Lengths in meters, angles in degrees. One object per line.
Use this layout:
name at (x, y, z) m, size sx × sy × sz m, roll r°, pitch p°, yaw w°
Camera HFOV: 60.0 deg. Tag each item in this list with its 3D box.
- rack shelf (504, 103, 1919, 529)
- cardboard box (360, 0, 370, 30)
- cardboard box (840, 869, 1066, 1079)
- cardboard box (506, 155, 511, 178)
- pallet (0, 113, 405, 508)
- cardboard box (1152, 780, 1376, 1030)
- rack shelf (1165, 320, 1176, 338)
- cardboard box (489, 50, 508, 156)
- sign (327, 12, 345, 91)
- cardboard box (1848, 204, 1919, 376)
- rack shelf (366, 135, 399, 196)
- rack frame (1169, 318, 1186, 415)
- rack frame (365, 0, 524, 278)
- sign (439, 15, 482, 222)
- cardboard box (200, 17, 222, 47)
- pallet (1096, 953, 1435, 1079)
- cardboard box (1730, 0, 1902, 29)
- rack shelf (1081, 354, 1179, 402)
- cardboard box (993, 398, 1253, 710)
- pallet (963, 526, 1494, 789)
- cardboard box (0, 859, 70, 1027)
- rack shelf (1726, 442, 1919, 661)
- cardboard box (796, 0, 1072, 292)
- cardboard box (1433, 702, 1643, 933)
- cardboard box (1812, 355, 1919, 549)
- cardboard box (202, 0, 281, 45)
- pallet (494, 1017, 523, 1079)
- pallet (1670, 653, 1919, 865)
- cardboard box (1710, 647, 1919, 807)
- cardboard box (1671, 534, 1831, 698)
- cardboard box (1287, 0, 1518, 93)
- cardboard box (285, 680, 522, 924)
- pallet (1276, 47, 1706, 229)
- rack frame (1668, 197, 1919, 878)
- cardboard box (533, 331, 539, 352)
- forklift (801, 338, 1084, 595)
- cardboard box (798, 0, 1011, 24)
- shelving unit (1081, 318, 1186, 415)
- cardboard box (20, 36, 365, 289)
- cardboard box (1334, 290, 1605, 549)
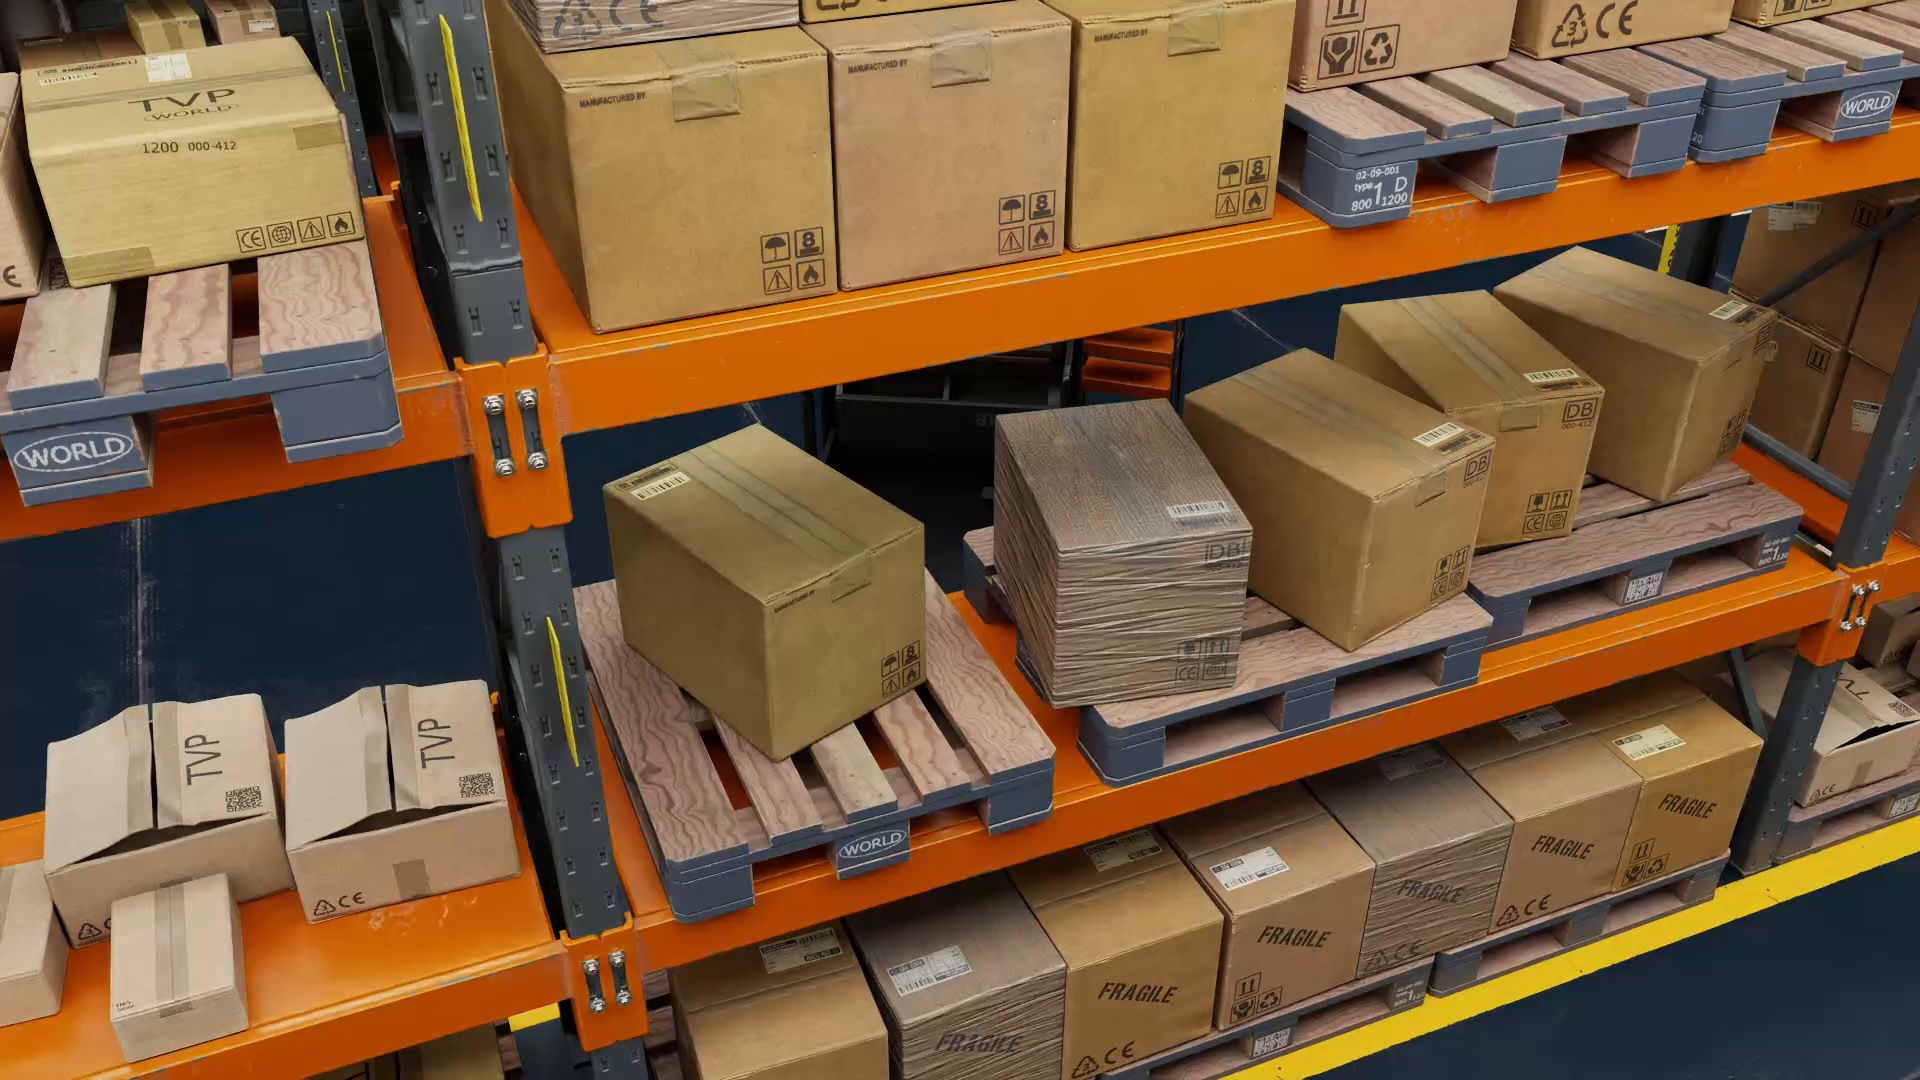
rack shelf at (0.802, -0.854, 4.221) m, size 4.000 × 0.370 × 1.077 m, roll -13°, pitch 35°, yaw -19°
cardboard box at (-2.645, -2.681, 8.050) m, size 0.500 × 0.250 × 0.500 m, roll -12°, pitch 35°, yaw -18°
cardboard box at (-0.031, 1.322, 4.857) m, size 0.500 × 0.500 × 0.500 m, roll -14°, pitch 36°, yaw -21°
cardboard box at (-2.334, -1.871, 8.087) m, size 0.250 × 0.149 × 0.380 m, roll -12°, pitch 35°, yaw -18°
pallet at (-1.633, -0.466, 3.138) m, size 1.003 × 0.211 × 1.213 m, roll -11°, pitch 35°, yaw -17°
cardboard box at (0.913, 1.106, 5.189) m, size 0.500 × 0.500 × 0.500 m, roll -14°, pitch 36°, yaw -21°
rack shelf at (0.839, -1.134, 8.106) m, size 0.480 × 0.148 × 0.258 m, roll 10°, pitch 34°, yaw 14°
cardboard box at (-2.416, -2.115, 7.867) m, size 0.500 × 0.500 × 0.500 m, roll -12°, pitch 35°, yaw -18°
sign at (-2.744, -2.147, 7.311) m, size 0.005 × 0.325 × 0.100 m, roll -13°, pitch 35°, yaw -19°
cardboard box at (3.190, -0.739, 5.127) m, size 0.500 × 0.500 × 0.500 m, roll -12°, pitch 35°, yaw -18°
rack shelf at (-1.119, -2.087, 8.866) m, size 4.000 × 0.370 × 1.077 m, roll -13°, pitch 35°, yaw -19°
rack frame at (1.072, -0.964, 8.131) m, size 0.015 × 1.200 × 0.240 m, roll 10°, pitch 34°, yaw 14°
rack frame at (-1.042, -1.990, 2.558) m, size 0.127 × 3.000 × 1.000 m, roll -13°, pitch 35°, yaw -19°
sign at (-0.835, -0.702, 2.782) m, size 0.005 × 0.325 × 0.100 m, roll -13°, pitch 35°, yaw -19°
cardboard box at (-3.393, -2.088, 7.714) m, size 0.500 × 0.500 × 0.700 m, roll -17°, pitch 37°, yaw -24°
pallet at (0.784, 1.299, 5.560) m, size 1.213 × 0.211 × 1.003 m, roll -13°, pitch 35°, yaw -19°
cardboard box at (2.153, -1.768, 4.398) m, size 0.600 × 0.600 × 0.600 m, roll -16°, pitch 36°, yaw -23°
rack shelf at (0.839, -0.780, 8.337) m, size 0.480 × 0.148 × 0.258 m, roll 10°, pitch 34°, yaw 14°
cardboard box at (0.412, 0.020, 4.493) m, size 0.500 × 0.500 × 0.700 m, roll -7°, pitch 34°, yaw -10°
pallet at (0.749, 0.192, 4.881) m, size 1.213 × 0.211 × 1.003 m, roll -13°, pitch 35°, yaw -19°
cardboard box at (-2.196, 0.927, 3.805) m, size 0.250 × 0.149 × 0.380 m, roll -10°, pitch 34°, yaw -15°
rack shelf at (4.490, -0.441, 6.337) m, size 4.000 × 0.370 × 1.077 m, roll -13°, pitch 35°, yaw -19°
cardboard box at (-0.182, -0.992, 3.682) m, size 0.500 × 0.500 × 0.910 m, roll -13°, pitch 35°, yaw -19°
cardboard box at (1.843, 0.891, 5.518) m, size 0.500 × 0.500 × 0.500 m, roll -13°, pitch 35°, yaw -19°
cardboard box at (3.222, -0.333, 5.420) m, size 0.500 × 0.500 × 0.500 m, roll -12°, pitch 35°, yaw -18°
cardboard box at (-3.270, -2.376, 7.562) m, size 0.250 × 0.149 × 0.380 m, roll -18°, pitch 37°, yaw -25°
pallet at (-1.816, 1.847, 4.718) m, size 1.213 × 0.211 × 1.003 m, roll -13°, pitch 35°, yaw -19°
pallet at (3.280, 0.704, 6.475) m, size 1.213 × 0.211 × 1.003 m, roll -13°, pitch 35°, yaw -19°
cardboard box at (3.117, 0.642, 6.074) m, size 0.500 × 0.311 × 0.500 m, roll -13°, pitch 35°, yaw -19°
cardboard box at (3.062, 0.280, 6.458) m, size 0.500 × 0.500 × 0.500 m, roll -13°, pitch 35°, yaw -19°
cardboard box at (0.924, -1.485, 3.963) m, size 0.600 × 0.600 × 0.600 m, roll -14°, pitch 36°, yaw -21°
cardboard box at (-1.394, 0.616, 4.134) m, size 0.500 × 0.311 × 0.500 m, roll -11°, pitch 35°, yaw -16°
pallet at (1.063, -1.176, 4.229) m, size 1.003 × 0.211 × 1.213 m, roll -13°, pitch 35°, yaw -19°
rack frame at (2.646, -0.320, 5.492) m, size 0.127 × 3.000 × 1.000 m, roll -13°, pitch 35°, yaw -19°
cardboard box at (-2.234, -1.330, 8.630) m, size 0.750 × 0.750 × 0.750 m, roll -13°, pitch 35°, yaw -20°
forklift at (-0.066, -0.890, 6.431) m, size 1.130 × 2.935 × 3.031 m, roll 3°, pitch 33°, yaw 5°
cardboard box at (-0.167, -1.391, 3.378) m, size 0.500 × 0.500 × 0.500 m, roll -13°, pitch 35°, yaw -19°
shelving unit at (0.839, -1.003, 8.192) m, size 0.503 × 1.200 × 0.258 m, roll 10°, pitch 34°, yaw 14°
cardboard box at (-1.438, -0.722, 3.112) m, size 0.500 × 0.250 × 0.500 m, roll -16°, pitch 36°, yaw -22°
cardboard box at (1.513, -0.374, 5.097) m, size 0.500 × 0.500 × 0.700 m, roll -8°, pitch 34°, yaw -11°
